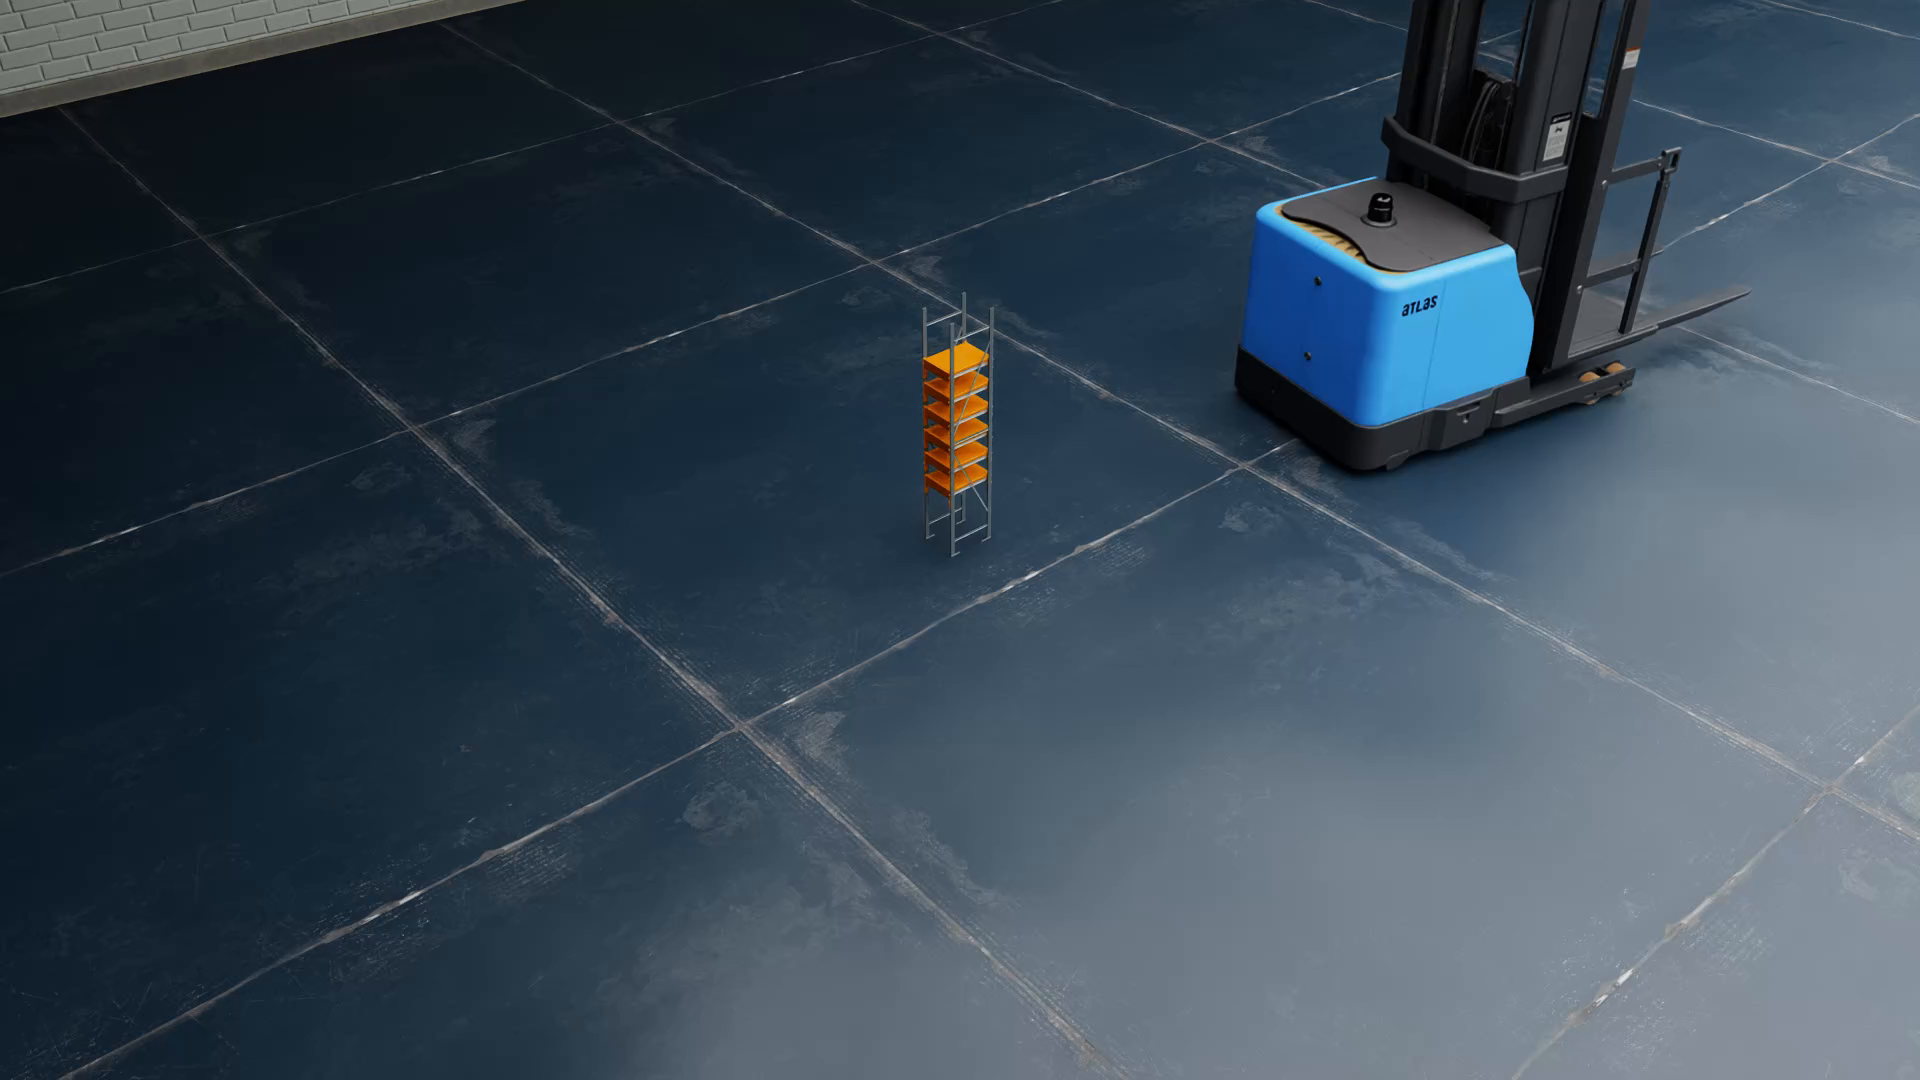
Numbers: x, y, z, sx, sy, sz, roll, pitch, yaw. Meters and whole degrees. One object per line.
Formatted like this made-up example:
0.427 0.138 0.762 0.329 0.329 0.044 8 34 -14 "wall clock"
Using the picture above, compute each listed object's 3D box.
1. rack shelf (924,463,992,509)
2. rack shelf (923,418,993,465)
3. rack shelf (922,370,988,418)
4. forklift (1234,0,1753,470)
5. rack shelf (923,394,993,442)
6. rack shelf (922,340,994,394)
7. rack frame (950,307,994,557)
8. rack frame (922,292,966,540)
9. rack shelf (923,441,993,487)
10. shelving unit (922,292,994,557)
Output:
-0.009 -0.264 7.577 0.258 0.103 0.180 -26 43 -32 "rack shelf"
-0.009 -0.460 7.438 0.258 0.103 0.180 -26 43 -32 "rack shelf"
-0.009 -0.656 7.299 0.258 0.103 0.180 -26 43 -32 "rack shelf"
2.984 -2.155 8.257 3.031 2.935 1.130 -18 39 -24 "forklift"
-0.009 -0.558 7.369 0.258 0.103 0.180 -26 43 -32 "rack shelf"
-0.009 -0.754 7.230 0.258 0.103 0.180 -26 43 -32 "rack shelf"
0.050 -0.456 7.355 0.240 1.200 0.006 -26 43 -32 "rack frame"
-0.068 -0.536 7.469 0.240 1.200 0.006 -26 43 -32 "rack frame"
-0.009 -0.362 7.507 0.258 0.103 0.180 -26 43 -32 "rack shelf"
-0.009 -0.496 7.412 0.258 1.200 0.189 -26 43 -32 "shelving unit"
